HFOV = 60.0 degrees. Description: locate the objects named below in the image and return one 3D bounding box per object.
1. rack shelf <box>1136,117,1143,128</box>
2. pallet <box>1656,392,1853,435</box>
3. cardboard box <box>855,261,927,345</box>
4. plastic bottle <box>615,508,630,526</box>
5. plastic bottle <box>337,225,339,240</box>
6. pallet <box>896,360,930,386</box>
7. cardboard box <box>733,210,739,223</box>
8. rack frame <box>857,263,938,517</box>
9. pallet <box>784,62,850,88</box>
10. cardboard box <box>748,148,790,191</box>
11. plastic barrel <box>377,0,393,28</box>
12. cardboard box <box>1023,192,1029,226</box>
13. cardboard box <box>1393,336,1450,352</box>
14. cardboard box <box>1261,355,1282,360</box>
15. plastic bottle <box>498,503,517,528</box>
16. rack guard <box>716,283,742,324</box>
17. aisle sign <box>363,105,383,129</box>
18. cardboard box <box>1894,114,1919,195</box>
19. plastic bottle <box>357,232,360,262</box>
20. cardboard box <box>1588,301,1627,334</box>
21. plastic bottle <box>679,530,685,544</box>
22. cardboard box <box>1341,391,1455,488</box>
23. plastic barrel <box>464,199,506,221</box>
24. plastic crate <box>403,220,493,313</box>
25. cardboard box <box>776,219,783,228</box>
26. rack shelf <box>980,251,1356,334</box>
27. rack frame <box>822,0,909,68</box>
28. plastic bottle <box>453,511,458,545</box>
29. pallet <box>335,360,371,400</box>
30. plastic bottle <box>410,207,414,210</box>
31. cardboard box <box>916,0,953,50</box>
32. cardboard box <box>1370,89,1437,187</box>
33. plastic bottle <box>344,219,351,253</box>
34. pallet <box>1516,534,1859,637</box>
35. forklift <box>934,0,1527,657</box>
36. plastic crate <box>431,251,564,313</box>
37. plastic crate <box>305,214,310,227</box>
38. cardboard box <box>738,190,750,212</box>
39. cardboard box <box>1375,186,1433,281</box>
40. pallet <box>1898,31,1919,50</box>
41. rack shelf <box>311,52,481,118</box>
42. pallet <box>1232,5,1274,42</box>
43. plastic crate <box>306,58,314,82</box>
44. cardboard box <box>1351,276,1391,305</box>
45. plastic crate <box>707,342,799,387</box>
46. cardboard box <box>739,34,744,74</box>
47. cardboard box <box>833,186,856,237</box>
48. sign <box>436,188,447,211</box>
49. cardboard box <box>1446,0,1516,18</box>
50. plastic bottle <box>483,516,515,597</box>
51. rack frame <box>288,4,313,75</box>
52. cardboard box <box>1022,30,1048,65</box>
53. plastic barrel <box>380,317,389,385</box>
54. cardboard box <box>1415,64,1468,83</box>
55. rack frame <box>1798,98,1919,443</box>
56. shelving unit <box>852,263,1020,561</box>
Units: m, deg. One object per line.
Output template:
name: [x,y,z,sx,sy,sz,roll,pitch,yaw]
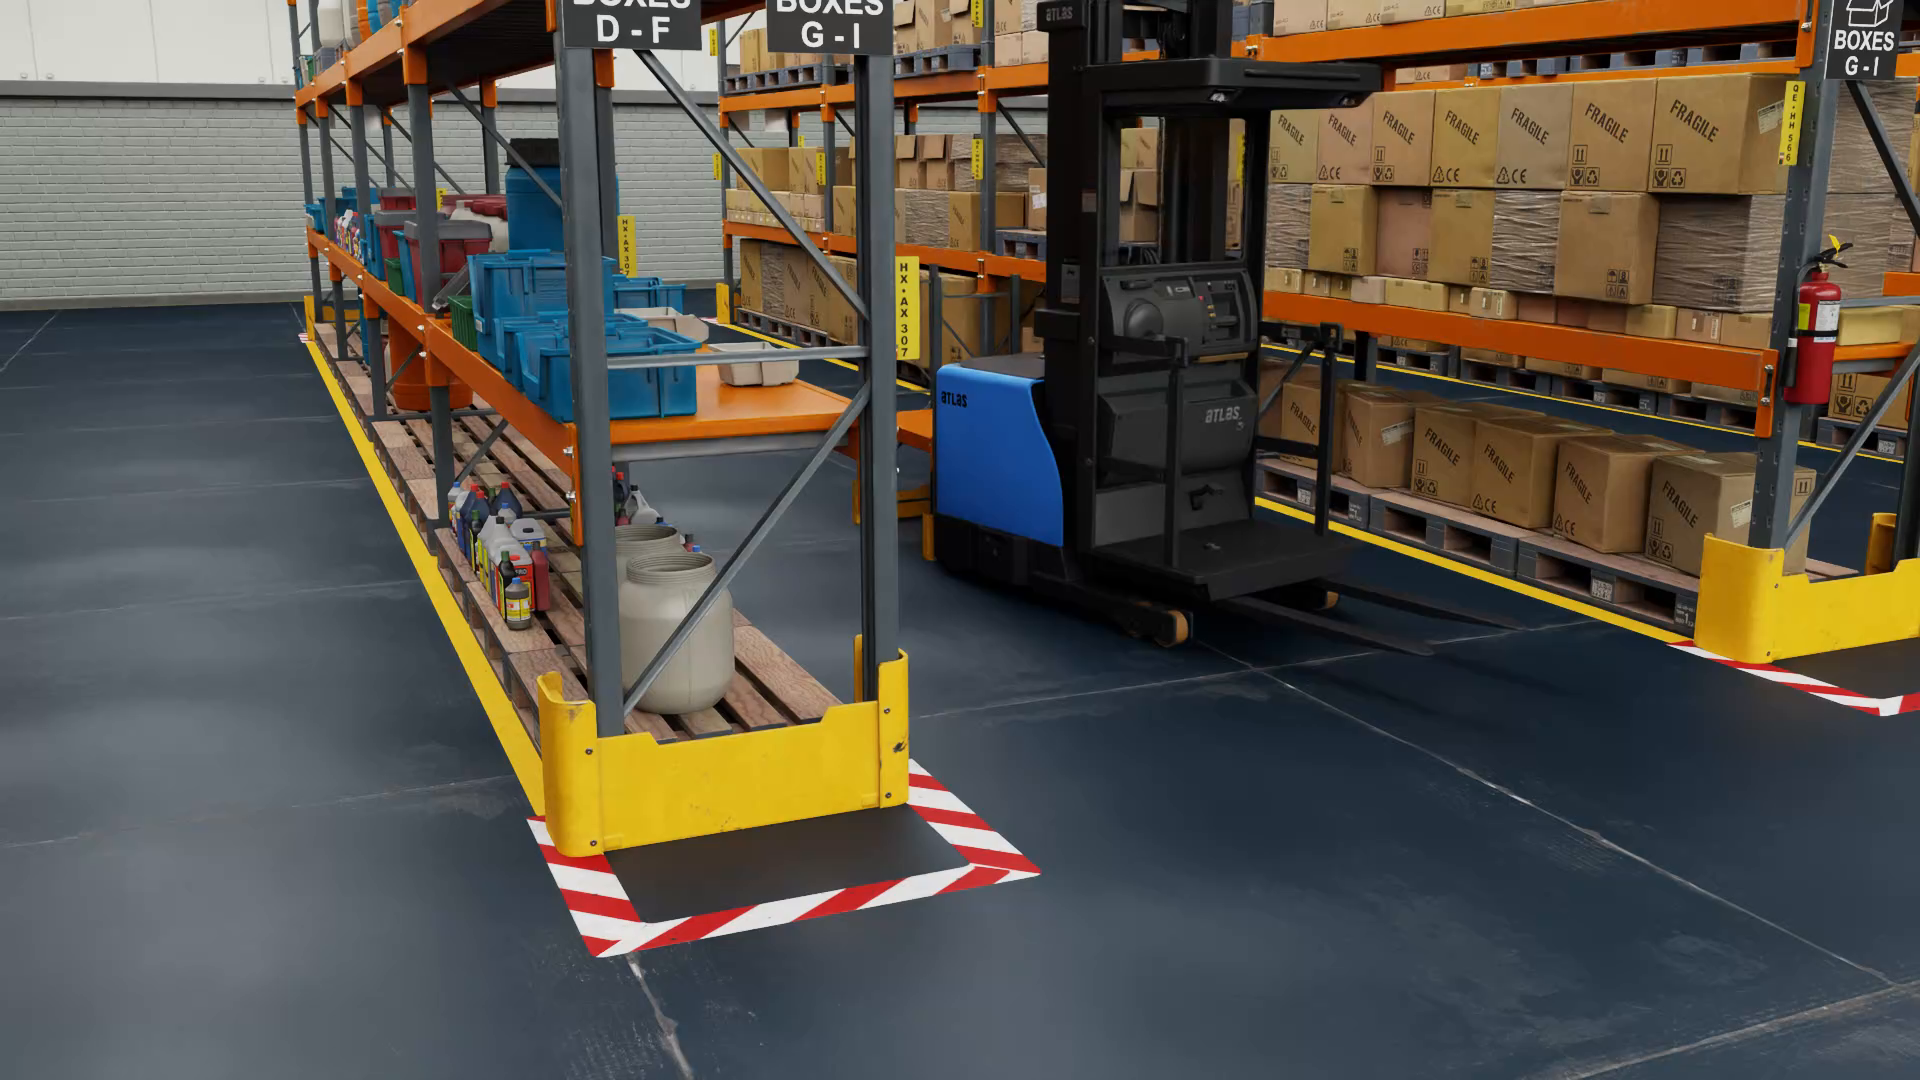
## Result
rack shelf: [2.833,-5.431,21.127,1.077,0.370,4.000,-6,14,-23]
pallet: [6.461,-1.048,13.432,1.003,0.211,1.213,-6,14,-23]
cardboard box: [-0.317,-2.335,16.585,1.225,0.875,0.875,-6,14,-25]
plastic bottle: [-1.592,-0.014,7.825,0.061,0.283,0.133,-6,14,-23]
plastic bottle: [-5.578,-2.786,15.039,0.097,0.271,0.097,0,13,0]
pallet: [-0.080,-1.716,16.318,1.003,0.211,1.213,-6,14,-23]
cardboard box: [-2.609,-4.028,20.678,0.380,0.149,0.250,-6,14,-24]
rack frame: [-0.360,-0.859,9.753,0.500,1.500,0.032,-6,14,-25]
pallet: [-1.269,-5.068,18.160,1.003,0.211,1.213,-6,14,-23]
cardboard box: [-2.195,-4.410,19.783,0.500,0.500,0.500,-6,14,-24]
plastic barrel: [-2.949,-3.306,9.238,0.600,0.901,0.600,0,13,0]
cardboard box: [0.706,-2.827,14.712,0.500,0.500,0.500,-5,14,-21]
cardboard box: [4.733,-2.180,16.748,0.500,0.500,0.500,-6,14,-23]
cardboard box: [1.854,-1.053,11.834,0.700,0.500,0.500,-6,14,-23]
plastic bottle: [-2.173,-0.042,7.973,0.097,0.271,0.097,0,13,0]
rack guard: [-2.563,-3.094,21.628,1.175,0.500,0.348,-6,14,-23]
aisle sign: [-6.852,-5.167,19.277,0.394,0.787,0.004,-6,14,-23]
cardboard box: [6.955,-2.774,11.976,0.875,0.550,0.550,-6,14,-23]
plastic bottle: [-4.640,-2.302,12.949,0.097,0.271,0.097,0,13,0]
cardboard box: [3.220,-1.070,7.899,0.380,0.149,0.250,-6,14,-23]
plastic bottle: [-1.260,0.088,7.413,0.097,0.271,0.097,0,13,0]
cardboard box: [2.614,-0.610,9.966,0.500,0.500,0.500,-1,13,-5]
plastic barrel: [-2.934,-1.904,10.645,0.433,0.535,0.433,0,13,0]
plastic crate: [-2.759,-1.483,8.985,0.402,0.464,0.583,-6,14,-23]
cardboard box: [-1.888,-3.656,19.073,0.380,0.149,0.250,-6,14,-24]
rack shelf: [1.453,-1.890,12.479,1.077,0.370,4.000,-6,14,-23]
rack frame: [-0.951,-6.403,17.077,1.000,3.000,0.127,-6,14,-23]
plastic bottle: [-2.477,-0.083,8.308,0.097,0.201,0.097,0,13,0]
pallet: [-5.218,-1.511,15.430,1.003,0.211,1.213,-6,14,-23]
plastic bottle: [-4.953,-2.835,15.077,0.144,0.351,0.185,-6,14,-23]
cardboard box: [-0.085,-4.658,15.039,0.500,0.500,0.500,-5,14,-20]
cardboard box: [2.603,-2.186,9.061,0.500,0.500,0.500,-6,14,-23]
plastic bottle: [-5.189,-2.603,14.239,0.152,0.276,0.135,-6,14,-23]
pallet: [3.533,0.171,8.163,1.003,0.211,1.213,-6,14,-23]
forklift: [1.155,-1.080,7.538,1.130,2.935,3.031,-10,16,-36]
plastic crate: [-2.191,-1.230,8.169,0.767,0.338,0.504,-6,14,-23]
plastic crate: [-7.241,-3.605,18.747,0.250,0.136,0.298,-6,14,-23]
cardboard box: [-2.394,-4.148,20.312,0.500,0.250,0.500,-6,14,-24]
cardboard box: [2.838,-1.722,9.275,0.875,0.500,0.500,-6,14,-23]
pallet: [7.157,-3.502,11.395,1.003,0.211,1.213,-6,14,-23]
rack shelf: [-4.688,-3.730,13.778,1.077,0.370,4.000,-6,14,-23]
pallet: [2.104,-3.334,10.888,1.213,0.211,1.003,-6,14,-23]
plastic crate: [-5.936,-4.451,15.767,0.450,0.188,0.662,-6,14,-23]
cardboard box: [2.449,-1.425,9.432,0.380,0.149,0.250,-6,14,-23]
plastic crate: [-0.746,-0.639,6.063,0.298,0.136,0.250,-6,14,-23]
cardboard box: [-2.296,-5.967,20.473,0.700,0.500,0.500,-7,15,-26]
cardboard box: [-0.996,-3.411,17.234,0.500,0.500,0.500,-6,14,-23]
sign: [-4.984,-3.217,16.002,0.100,0.325,0.005,-6,14,-23]
cardboard box: [2.824,-2.779,8.404,0.500,0.250,0.500,-6,14,-24]
plastic bottle: [-2.021,0.066,7.332,0.144,0.351,0.185,-5,14,-21]
rack frame: [-7.091,-6.782,18.715,1.000,3.000,0.127,-6,14,-23]
cardboard box: [0.812,-3.816,12.884,0.500,0.250,0.500,-5,14,-22]
plastic barrel: [-4.551,-1.569,13.913,0.600,0.588,0.708,-6,14,-23]
cardboard box: [4.775,-4.686,16.090,0.500,0.500,0.500,-6,14,-23]
rack frame: [6.839,-2.254,12.458,1.000,3.000,0.127,-6,14,-23]
shelving unit: [-0.141,-0.757,9.316,0.587,1.500,1.083,-6,14,-25]
